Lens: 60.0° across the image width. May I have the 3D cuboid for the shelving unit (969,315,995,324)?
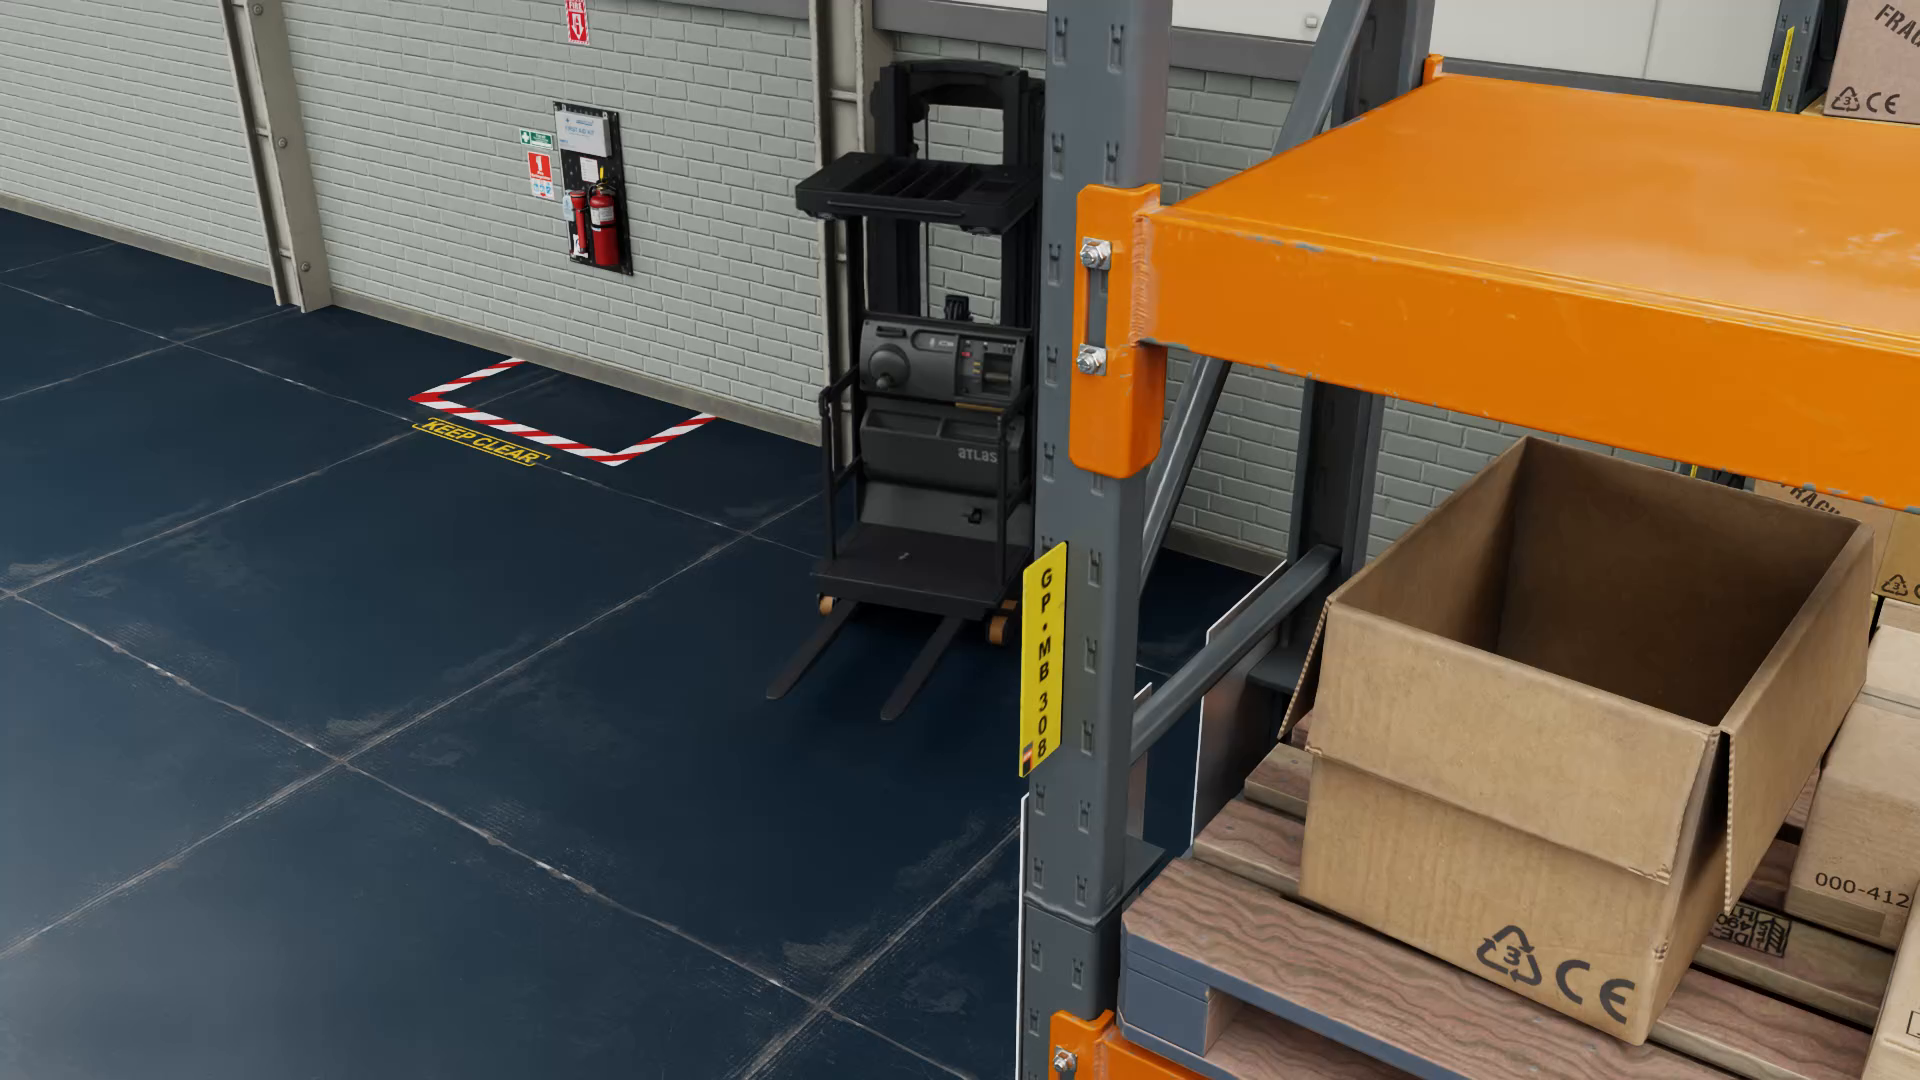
[{"bbox_3d":[0.077,-0.797,10.496,0.189,1.200,0.258,16,29,29],"label":"shelving unit"}]

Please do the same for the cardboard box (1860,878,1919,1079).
[{"bbox_3d":[1.301,0.615,2.087,0.250,0.149,0.380,17,32,30],"label":"cardboard box"}]

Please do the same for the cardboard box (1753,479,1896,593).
[{"bbox_3d":[3.456,-0.173,6.599,0.500,0.500,0.500,17,32,30],"label":"cardboard box"}]

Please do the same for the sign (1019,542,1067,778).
[{"bbox_3d":[0.112,0.165,2.259,0.005,0.325,0.100,17,32,30],"label":"sign"}]

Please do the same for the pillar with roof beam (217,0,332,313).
[{"bbox_3d":[-8.029,-4.421,9.016,0.400,9.000,9.100,17,32,30],"label":"pillar with roof beam"}]

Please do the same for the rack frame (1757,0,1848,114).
[{"bbox_3d":[3.233,-2.805,5.841,0.127,3.000,1.000,17,32,30],"label":"rack frame"}]

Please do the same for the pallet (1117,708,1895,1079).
[{"bbox_3d":[1.000,0.615,2.525,1.213,0.211,1.003,17,32,30],"label":"pallet"}]

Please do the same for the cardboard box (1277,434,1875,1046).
[{"bbox_3d":[0.903,0.238,2.437,0.637,0.503,0.797,20,33,34],"label":"cardboard box"}]

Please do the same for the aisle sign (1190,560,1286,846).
[{"bbox_3d":[0.543,0.436,3.220,0.004,0.787,0.394,17,32,30],"label":"aisle sign"}]

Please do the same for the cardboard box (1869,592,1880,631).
[{"bbox_3d":[3.455,0.170,6.752,0.500,0.250,0.500,16,31,29],"label":"cardboard box"}]

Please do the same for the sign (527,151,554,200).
[{"bbox_3d":[-3.059,-2.661,12.133,0.234,0.329,0.001,17,32,30],"label":"sign"}]

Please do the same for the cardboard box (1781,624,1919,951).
[{"bbox_3d":[1.530,0.399,2.400,0.500,0.250,0.500,17,32,30],"label":"cardboard box"}]

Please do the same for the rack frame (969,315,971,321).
[{"bbox_3d":[-0.001,-0.818,10.540,0.006,1.200,0.240,16,29,29],"label":"rack frame"}]

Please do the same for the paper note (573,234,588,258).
[{"bbox_3d":[-2.768,-2.144,12.126,0.142,0.148,0.016,17,32,30],"label":"paper note"}]

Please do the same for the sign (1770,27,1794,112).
[{"bbox_3d":[2.926,-1.655,5.924,0.005,0.325,0.100,17,32,30],"label":"sign"}]

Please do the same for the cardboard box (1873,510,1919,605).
[{"bbox_3d":[3.858,-0.042,6.343,0.500,0.500,0.500,17,32,30],"label":"cardboard box"}]

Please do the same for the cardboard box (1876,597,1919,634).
[{"bbox_3d":[3.891,0.298,6.500,0.500,0.250,0.500,16,31,29],"label":"cardboard box"}]

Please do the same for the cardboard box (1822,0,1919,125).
[{"bbox_3d":[3.413,-1.778,5.895,0.500,0.500,0.500,15,31,27],"label":"cardboard box"}]

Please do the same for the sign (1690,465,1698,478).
[{"bbox_3d":[2.926,-0.315,6.607,0.005,0.325,0.100,17,32,30],"label":"sign"}]

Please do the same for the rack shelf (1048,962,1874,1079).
[{"bbox_3d":[2.080,1.219,2.034,4.000,0.370,1.077,17,32,30],"label":"rack shelf"}]

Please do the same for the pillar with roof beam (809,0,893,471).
[{"bbox_3d":[-3.083,-2.880,5.988,0.400,9.000,9.100,17,32,30],"label":"pillar with roof beam"}]

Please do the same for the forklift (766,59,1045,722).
[{"bbox_3d":[-0.164,-0.932,8.850,1.130,2.935,3.031,9,28,16],"label":"forklift"}]

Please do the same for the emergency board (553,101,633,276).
[{"bbox_3d":[-2.661,-2.465,11.786,0.643,1.169,0.194,17,32,30],"label":"emergency board"}]

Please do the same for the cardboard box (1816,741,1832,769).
[{"bbox_3d":[3.752,1.082,7.296,0.500,0.311,0.500,14,30,25],"label":"cardboard box"}]

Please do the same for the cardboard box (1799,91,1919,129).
[{"bbox_3d":[3.367,-1.343,6.142,0.500,0.500,0.500,18,32,32],"label":"cardboard box"}]

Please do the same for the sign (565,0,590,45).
[{"bbox_3d":[-2.612,-3.537,11.338,0.199,0.298,0.001,17,32,30],"label":"sign"}]

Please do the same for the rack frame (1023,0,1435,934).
[{"bbox_3d":[0.431,-0.952,2.200,0.127,3.000,1.000,17,32,30],"label":"rack frame"}]

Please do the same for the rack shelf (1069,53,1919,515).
[{"bbox_3d":[2.080,0.060,1.445,4.000,0.370,1.077,17,32,30],"label":"rack shelf"}]

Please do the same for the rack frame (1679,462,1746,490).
[{"bbox_3d":[3.233,-0.132,7.202,0.127,3.000,1.000,17,32,30],"label":"rack frame"}]

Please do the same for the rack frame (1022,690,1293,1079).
[{"bbox_3d":[0.431,1.721,3.561,0.127,3.000,1.000,17,32,30],"label":"rack frame"}]

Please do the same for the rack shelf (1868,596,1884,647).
[{"bbox_3d":[4.881,0.702,6.356,4.000,0.370,1.077,17,32,30],"label":"rack shelf"}]

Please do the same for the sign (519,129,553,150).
[{"bbox_3d":[-3.060,-2.893,12.004,0.331,0.109,0.001,17,32,30],"label":"sign"}]

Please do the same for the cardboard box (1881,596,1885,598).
[{"bbox_3d":[4.162,0.103,6.883,0.500,0.250,0.500,18,32,32],"label":"cardboard box"}]

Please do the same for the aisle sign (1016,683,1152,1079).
[{"bbox_3d":[0.204,0.660,2.779,0.004,0.787,0.394,17,32,30],"label":"aisle sign"}]
